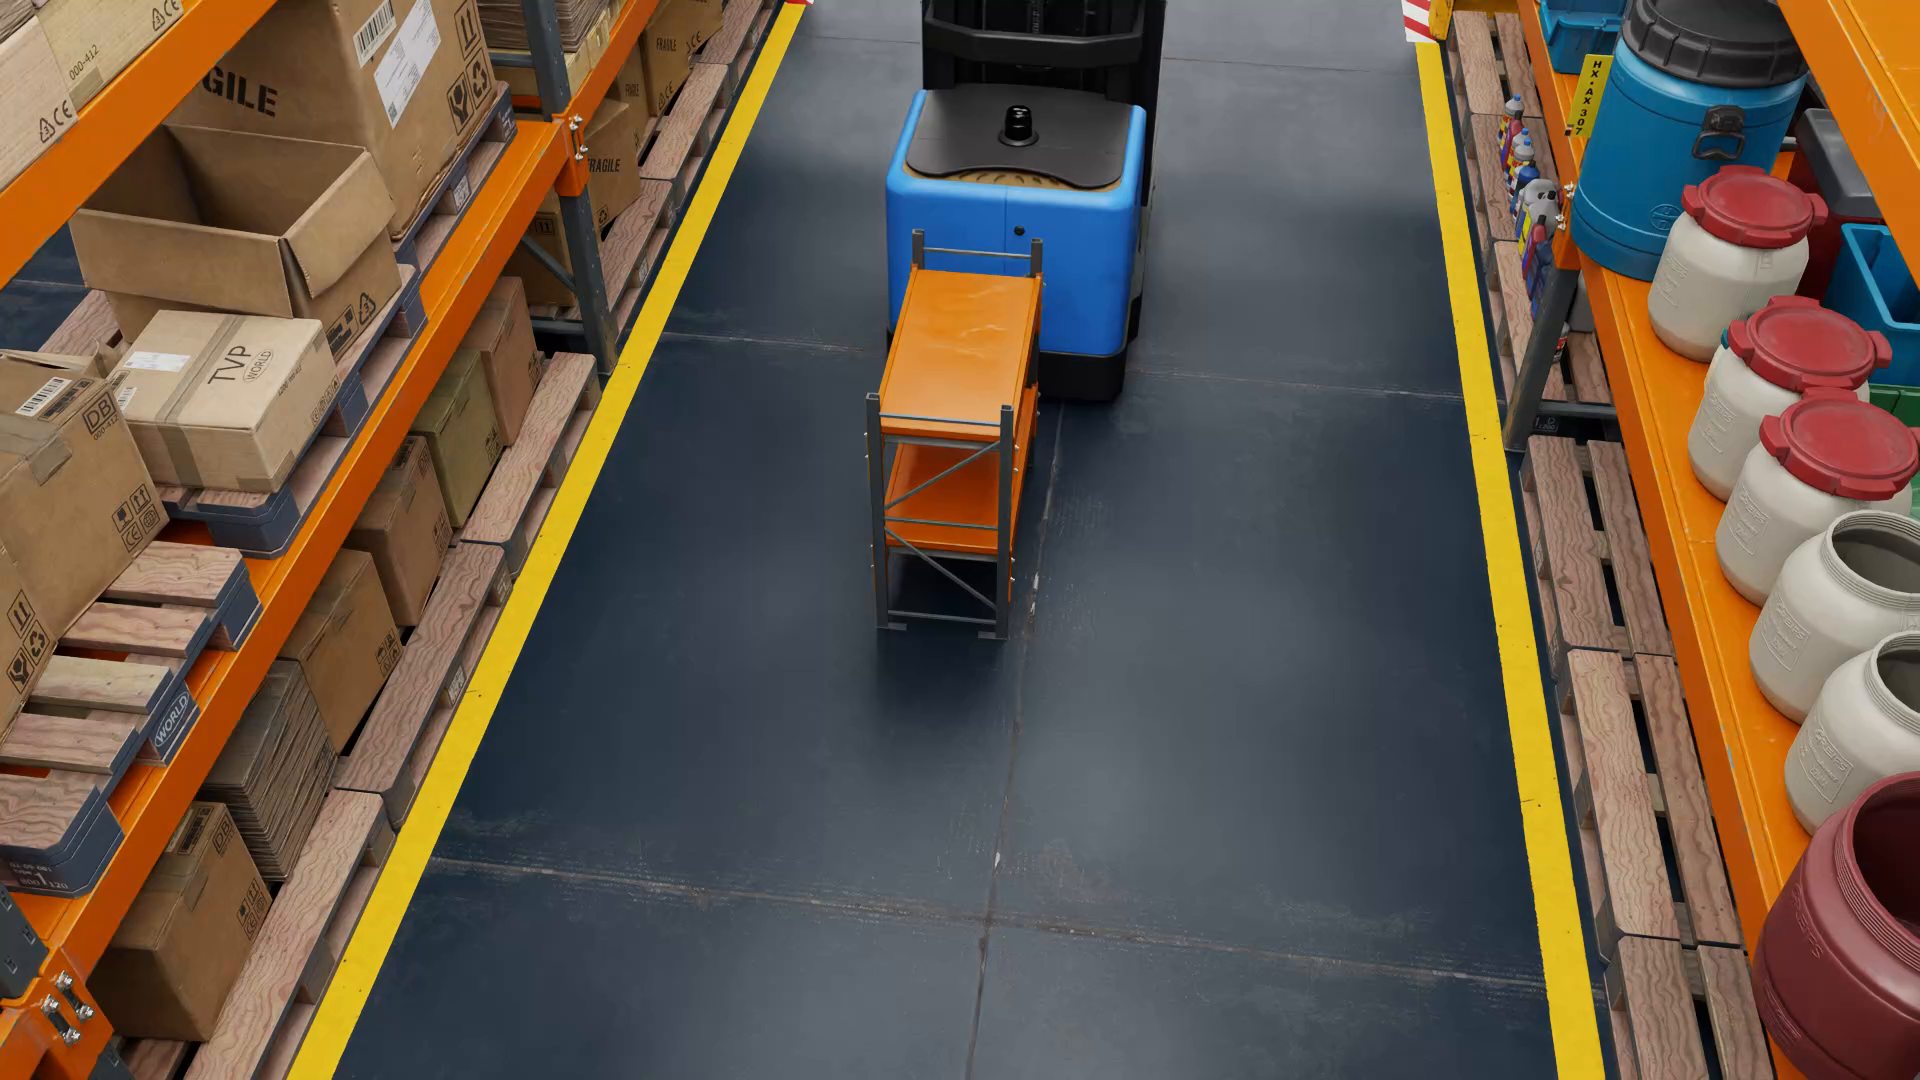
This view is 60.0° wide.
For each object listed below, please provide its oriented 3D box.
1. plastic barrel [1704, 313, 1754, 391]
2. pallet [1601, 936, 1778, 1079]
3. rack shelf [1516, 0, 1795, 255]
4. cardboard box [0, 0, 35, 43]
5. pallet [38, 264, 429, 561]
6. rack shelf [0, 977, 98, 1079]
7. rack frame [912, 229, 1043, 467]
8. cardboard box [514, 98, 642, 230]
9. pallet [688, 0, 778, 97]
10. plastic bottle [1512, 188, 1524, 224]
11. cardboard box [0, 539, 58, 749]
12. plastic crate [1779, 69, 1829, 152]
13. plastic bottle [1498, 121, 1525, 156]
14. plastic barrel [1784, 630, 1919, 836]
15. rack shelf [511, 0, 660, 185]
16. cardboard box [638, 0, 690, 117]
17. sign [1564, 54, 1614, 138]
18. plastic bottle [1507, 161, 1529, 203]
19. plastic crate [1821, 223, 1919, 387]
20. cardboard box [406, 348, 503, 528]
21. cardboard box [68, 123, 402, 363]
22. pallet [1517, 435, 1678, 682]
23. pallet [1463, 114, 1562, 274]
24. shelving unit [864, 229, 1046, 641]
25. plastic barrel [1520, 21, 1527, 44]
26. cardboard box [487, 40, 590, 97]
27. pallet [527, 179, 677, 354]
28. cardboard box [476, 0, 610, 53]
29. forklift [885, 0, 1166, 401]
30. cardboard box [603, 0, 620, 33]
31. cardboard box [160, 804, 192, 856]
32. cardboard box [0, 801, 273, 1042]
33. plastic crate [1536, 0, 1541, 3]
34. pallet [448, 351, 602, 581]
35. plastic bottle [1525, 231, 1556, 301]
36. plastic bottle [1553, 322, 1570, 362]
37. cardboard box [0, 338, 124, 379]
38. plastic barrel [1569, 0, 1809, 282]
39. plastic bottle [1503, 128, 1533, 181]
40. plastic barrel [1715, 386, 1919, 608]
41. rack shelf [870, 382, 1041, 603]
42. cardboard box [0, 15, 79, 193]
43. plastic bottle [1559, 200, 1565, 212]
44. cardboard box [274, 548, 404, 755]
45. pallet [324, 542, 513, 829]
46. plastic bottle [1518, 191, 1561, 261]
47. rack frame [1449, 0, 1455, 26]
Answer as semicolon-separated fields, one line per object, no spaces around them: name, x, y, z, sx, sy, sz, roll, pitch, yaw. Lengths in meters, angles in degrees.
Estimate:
plastic barrel;2.515;-0.524;5.222;0.301;0.262;0.301;0;43;0
pallet;2.454;1.752;4.746;1.003;0.211;1.213;5;44;6
rack shelf;3.107;-2.564;7.799;1.077;0.370;4.000;5;44;6
cardboard box;-2.208;-1.136;3.150;0.500;0.500;0.500;6;44;6
pallet;-2.375;-0.469;5.204;1.003;0.211;1.213;5;44;6
rack shelf;-2.861;2.438;2.517;1.077;0.370;4.000;5;44;6
rack frame;0.066;-0.750;6.724;0.500;1.125;0.032;5;44;6
cardboard box;-1.907;-1.817;8.000;0.500;0.500;0.500;19;46;19
pallet;-1.691;-3.024;9.790;1.003;0.211;1.213;5;44;6
plastic bottle;2.724;-1.615;7.989;0.097;0.201;0.097;0;43;0
cardboard box;-2.564;0.253;3.923;0.500;0.500;0.500;0;43;0
plastic crate;3.037;-1.785;6.498;0.767;0.338;0.504;5;44;6
plastic bottle;2.809;-2.054;8.453;0.097;0.201;0.097;0;43;0
plastic barrel;2.238;0.503;3.956;0.421;0.512;0.421;0;43;0
rack shelf;-1.803;-3.014;8.275;1.077;0.370;4.000;5;44;6
cardboard box;-1.784;-2.624;8.852;0.500;0.500;0.500;9;44;9
sign;2.298;-1.620;6.078;0.100;0.325;0.005;5;44;6
plastic bottle;2.751;-1.755;8.137;0.097;0.201;0.097;0;43;0
plastic crate;3.005;-0.676;5.294;0.392;0.384;0.575;5;44;6
cardboard box;-2.252;-0.425;6.515;0.700;0.500;0.500;5;44;5
cardboard box;-2.205;-0.913;5.152;0.797;0.503;0.637;9;44;10
pallet;2.777;0.089;6.502;1.003;0.211;1.213;5;44;6
pallet;3.131;-1.737;8.431;1.003;0.211;1.213;5;44;6
shelving unit;-0.001;-0.404;6.358;0.538;1.125;1.048;5;44;6
plastic barrel;3.360;-2.982;9.222;0.421;0.512;0.421;0;43;0
cardboard box;-1.741;-1.940;6.800;0.380;0.149;0.250;5;44;6
pallet;-2.014;-1.361;8.034;1.003;0.211;1.213;5;44;6
cardboard box;-1.947;-2.358;6.769;0.875;0.500;0.500;5;44;6
forklift;0.408;-2.694;7.464;1.130;2.935;3.031;6;44;6
cardboard box;-1.689;-2.282;7.162;0.380;0.149;0.250;5;44;6
cardboard box;-2.537;0.830;4.644;0.500;0.250;0.500;7;44;7
cardboard box;-2.527;1.103;4.901;0.700;0.500;0.500;3;44;3
plastic crate;2.806;-2.496;7.396;0.530;0.136;0.437;5;44;6
pallet;-2.169;-0.369;6.986;1.003;0.211;1.213;5;44;6
plastic bottle;2.667;-1.256;7.501;0.144;0.351;0.185;3;44;3
plastic bottle;2.581;-0.881;7.214;0.097;0.201;0.097;0;43;0
cardboard box;-2.643;-0.451;4.837;0.396;0.266;0.258;4;44;4
plastic barrel;2.491;-1.408;5.691;0.600;0.901;0.708;5;44;6
plastic bottle;2.777;-1.916;8.257;0.097;0.271;0.097;0;43;0
plastic barrel;2.344;-0.085;4.559;0.433;0.535;0.433;0;43;0
rack shelf;-0.001;-0.226;6.526;0.538;0.278;1.000;5;44;6
cardboard box;-2.213;-0.868;3.412;0.500;0.250;0.500;6;44;7
plastic bottle;2.815;-1.460;7.766;0.061;0.283;0.133;5;44;6
cardboard box;-2.399;0.337;5.711;0.700;0.500;0.500;9;44;9
pallet;-2.328;0.465;6.106;1.003;0.211;1.213;5;44;6
plastic bottle;2.710;-1.476;7.734;0.144;0.351;0.185;5;44;5
rack frame;3.371;-4.188;8.992;1.000;3.000;0.127;5;44;6
